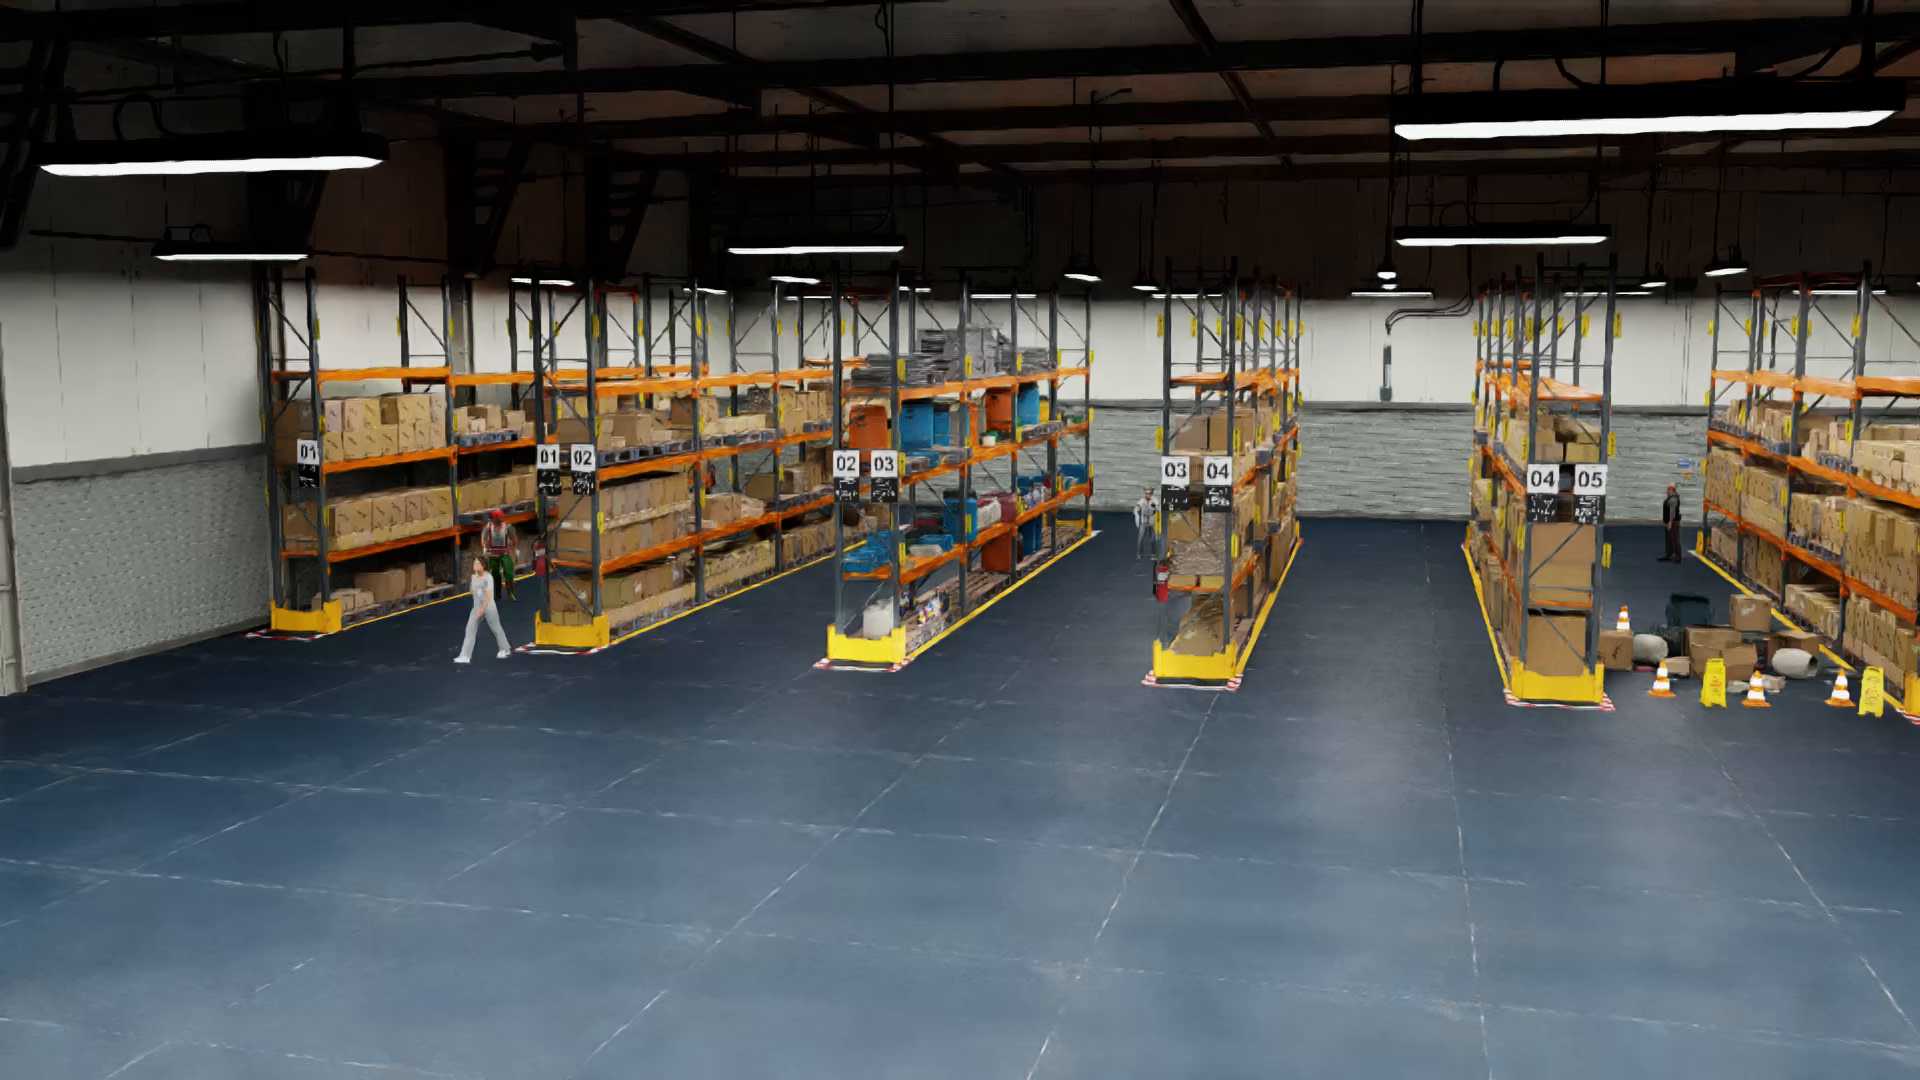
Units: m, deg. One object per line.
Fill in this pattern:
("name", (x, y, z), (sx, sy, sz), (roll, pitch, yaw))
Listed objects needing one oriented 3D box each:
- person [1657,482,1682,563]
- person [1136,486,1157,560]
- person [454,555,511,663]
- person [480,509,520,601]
("person", (15.286, -0.383, 35.711), (0.478, 1.712, 0.587), (2, 8, 17))
("person", (4.092, -0.375, 36.111), (0.550, 1.632, 0.512), (2, 7, 12))
("person", (-7.182, 1.027, 25.033), (0.445, 1.601, 1.017), (3, 8, 23))
("person", (-8.451, 0.264, 30.601), (0.688, 1.719, 0.822), (0, 7, -2))
